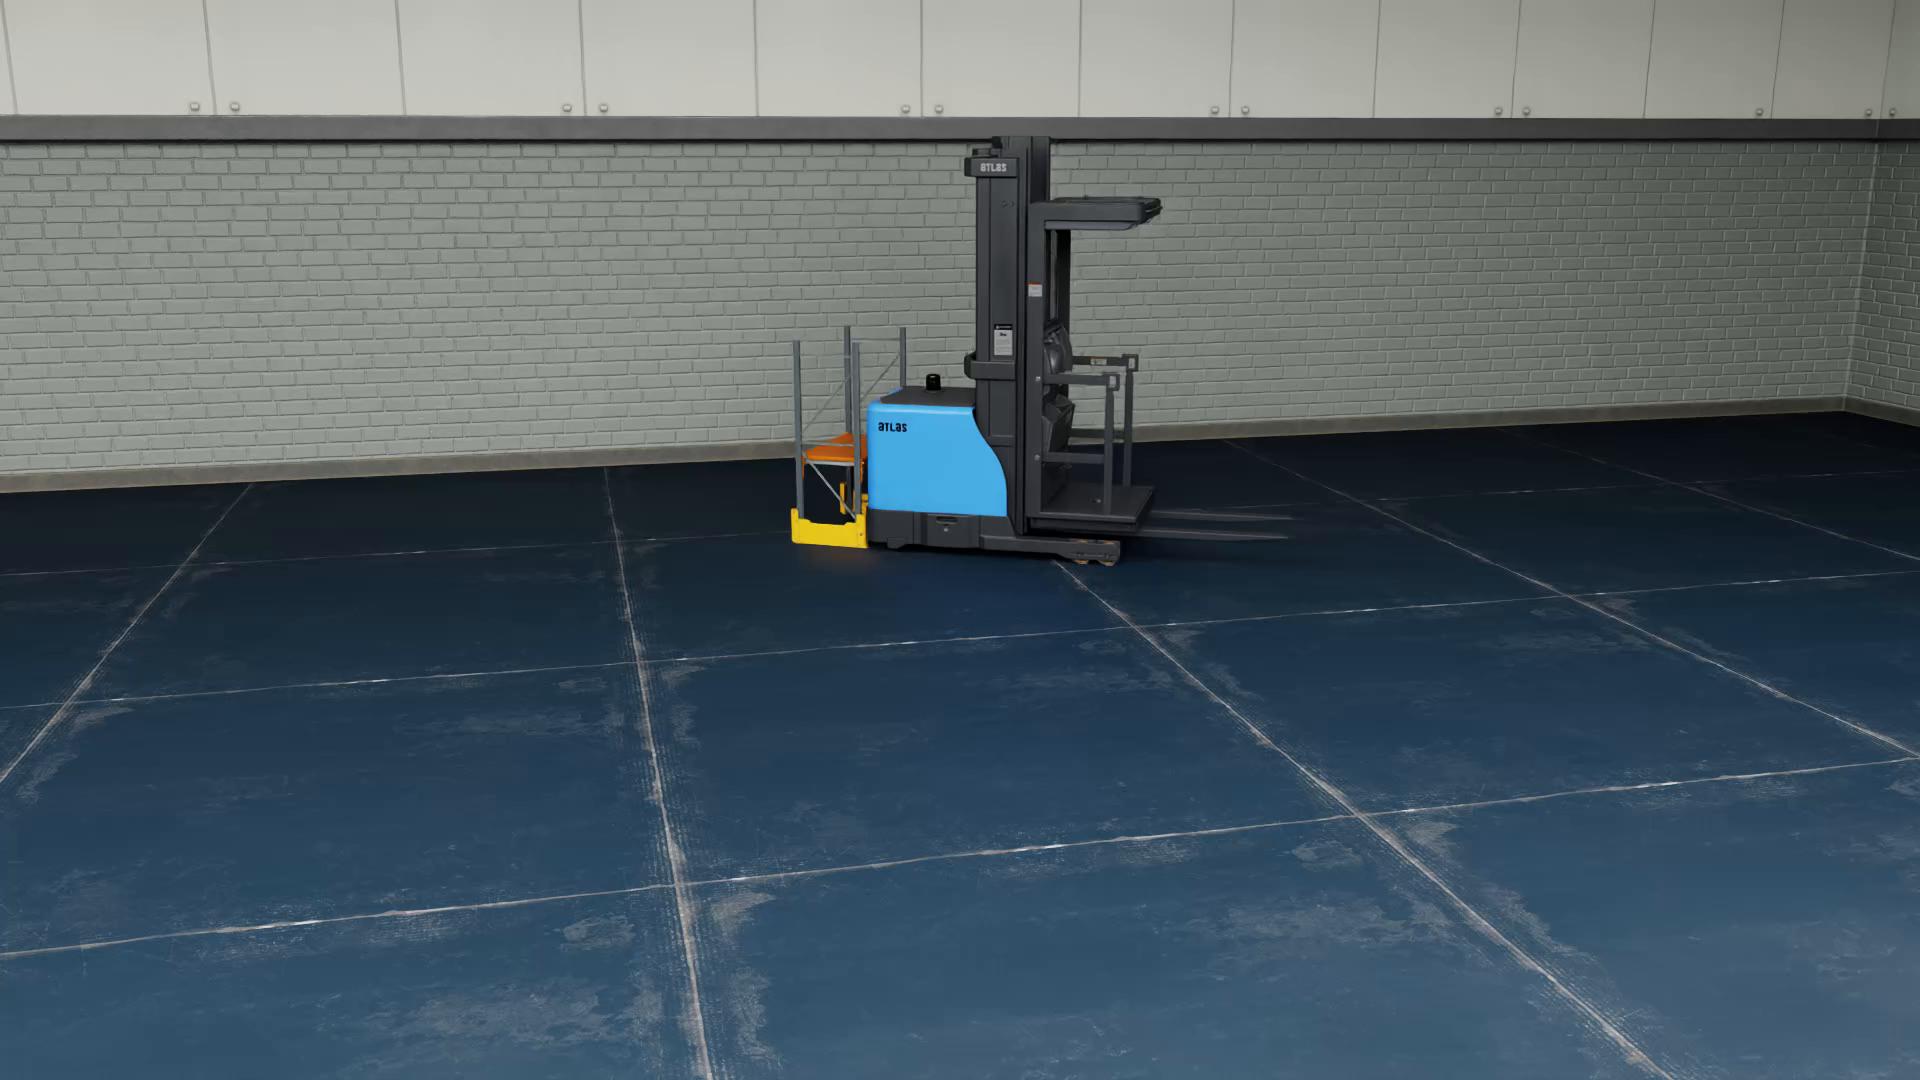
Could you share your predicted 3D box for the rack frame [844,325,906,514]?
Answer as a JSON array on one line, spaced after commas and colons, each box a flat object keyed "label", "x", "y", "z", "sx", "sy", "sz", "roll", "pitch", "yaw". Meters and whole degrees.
[{"label": "rack frame", "x": -0.662, "y": -0.928, "z": 13.065, "sx": 0.500, "sy": 1.500, "sz": 0.032, "roll": 4, "pitch": 14, "yaw": 17}]

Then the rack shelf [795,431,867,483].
[{"label": "rack shelf", "x": -0.812, "y": -0.638, "z": 12.636, "sx": 0.538, "sy": 0.185, "sz": 1.000, "roll": 4, "pitch": 14, "yaw": 17}]

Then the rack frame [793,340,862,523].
[{"label": "rack frame", "x": -0.963, "y": -0.697, "z": 12.122, "sx": 0.500, "sy": 1.500, "sz": 0.032, "roll": 4, "pitch": 14, "yaw": 17}]

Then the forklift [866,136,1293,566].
[{"label": "forklift", "x": 0.889, "y": -1.382, "z": 11.909, "sx": 3.031, "sy": 2.935, "sz": 1.130, "roll": 3, "pitch": 14, "yaw": 13}]

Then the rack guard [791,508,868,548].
[{"label": "rack guard", "x": -0.963, "y": -0.091, "z": 12.271, "sx": 0.587, "sy": 0.250, "sz": 0.087, "roll": 4, "pitch": 14, "yaw": 17}]

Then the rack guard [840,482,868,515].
[{"label": "rack guard", "x": -0.668, "y": -0.316, "z": 13.195, "sx": 0.587, "sy": 0.250, "sz": 0.087, "roll": 4, "pitch": 14, "yaw": 17}]

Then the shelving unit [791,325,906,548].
[{"label": "shelving unit", "x": -0.815, "y": -0.811, "z": 12.585, "sx": 0.587, "sy": 1.500, "sz": 1.083, "roll": 4, "pitch": 14, "yaw": 17}]
